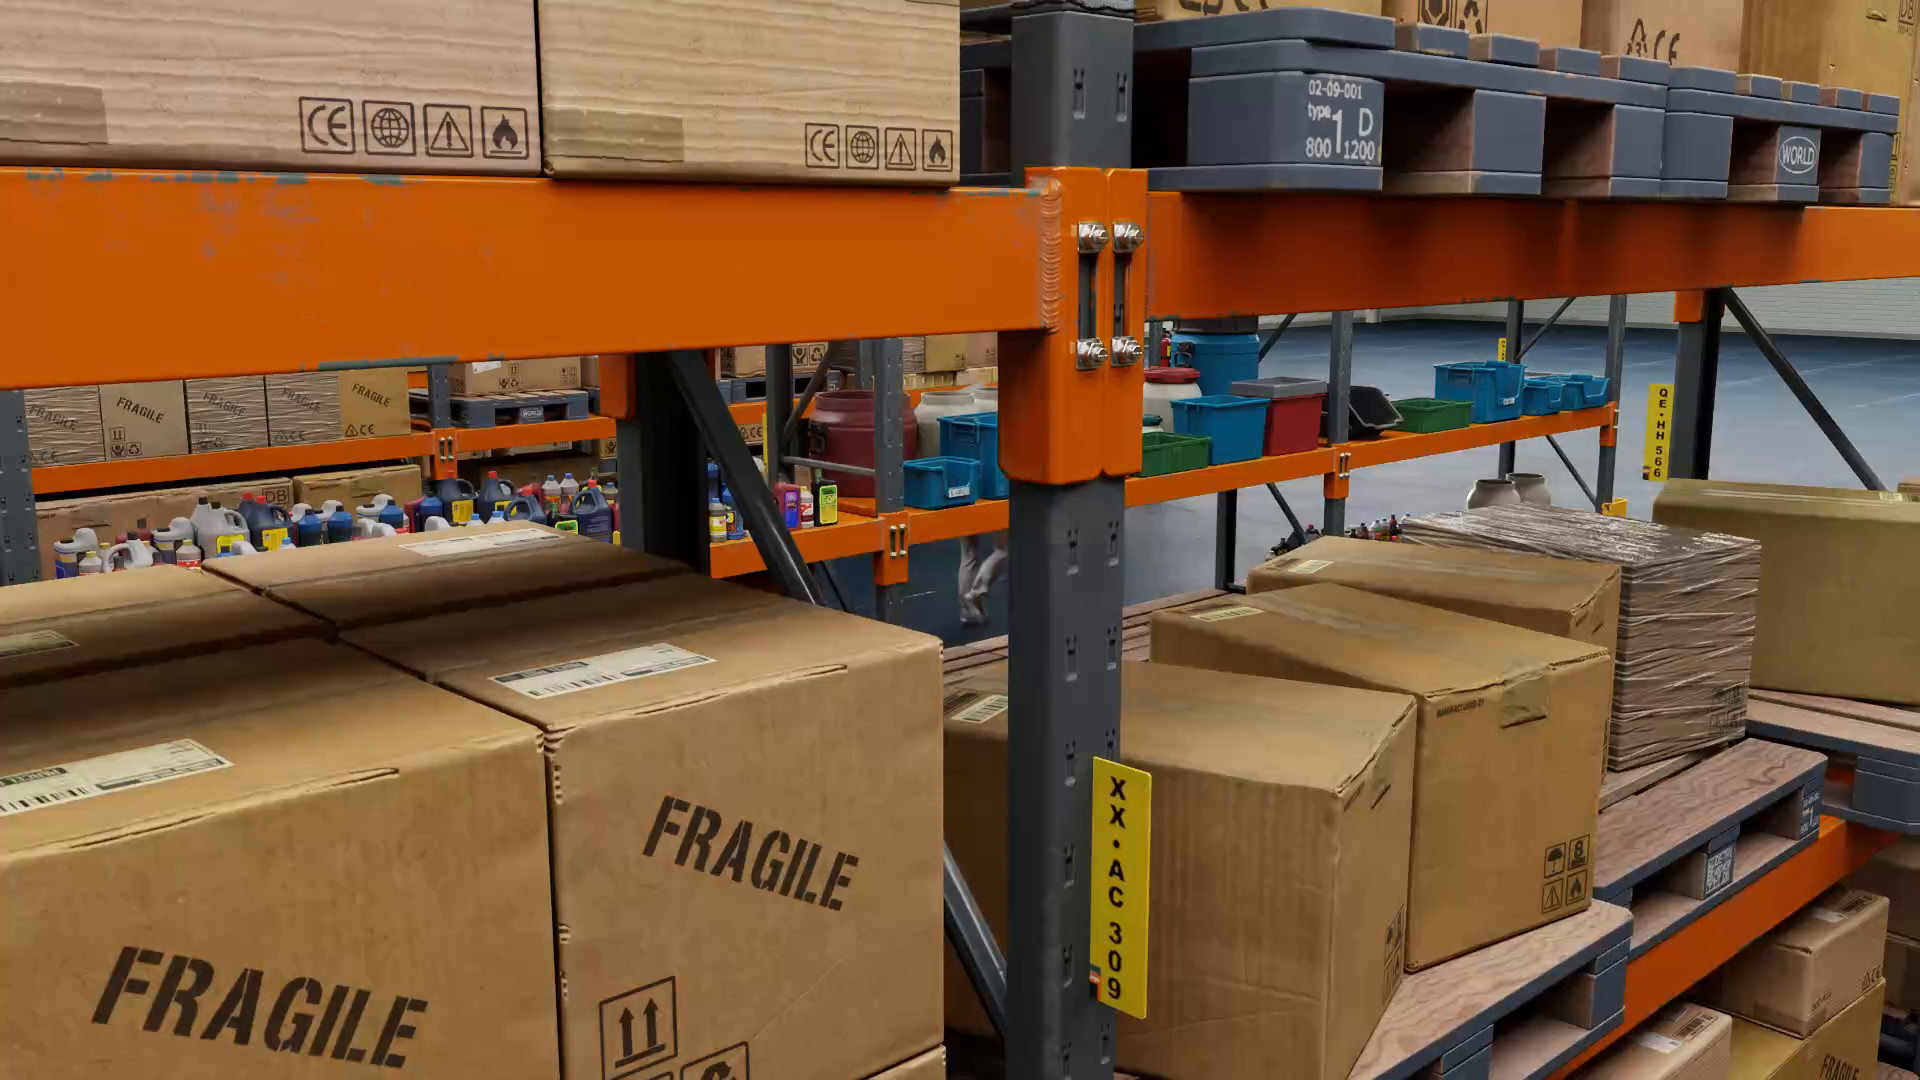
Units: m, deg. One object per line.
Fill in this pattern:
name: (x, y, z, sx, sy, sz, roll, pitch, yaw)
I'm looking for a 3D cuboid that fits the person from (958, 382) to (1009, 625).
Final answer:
person: (0.104, -0.249, 11.539, 0.492, 1.679, 0.445, 8, 13, 35)
